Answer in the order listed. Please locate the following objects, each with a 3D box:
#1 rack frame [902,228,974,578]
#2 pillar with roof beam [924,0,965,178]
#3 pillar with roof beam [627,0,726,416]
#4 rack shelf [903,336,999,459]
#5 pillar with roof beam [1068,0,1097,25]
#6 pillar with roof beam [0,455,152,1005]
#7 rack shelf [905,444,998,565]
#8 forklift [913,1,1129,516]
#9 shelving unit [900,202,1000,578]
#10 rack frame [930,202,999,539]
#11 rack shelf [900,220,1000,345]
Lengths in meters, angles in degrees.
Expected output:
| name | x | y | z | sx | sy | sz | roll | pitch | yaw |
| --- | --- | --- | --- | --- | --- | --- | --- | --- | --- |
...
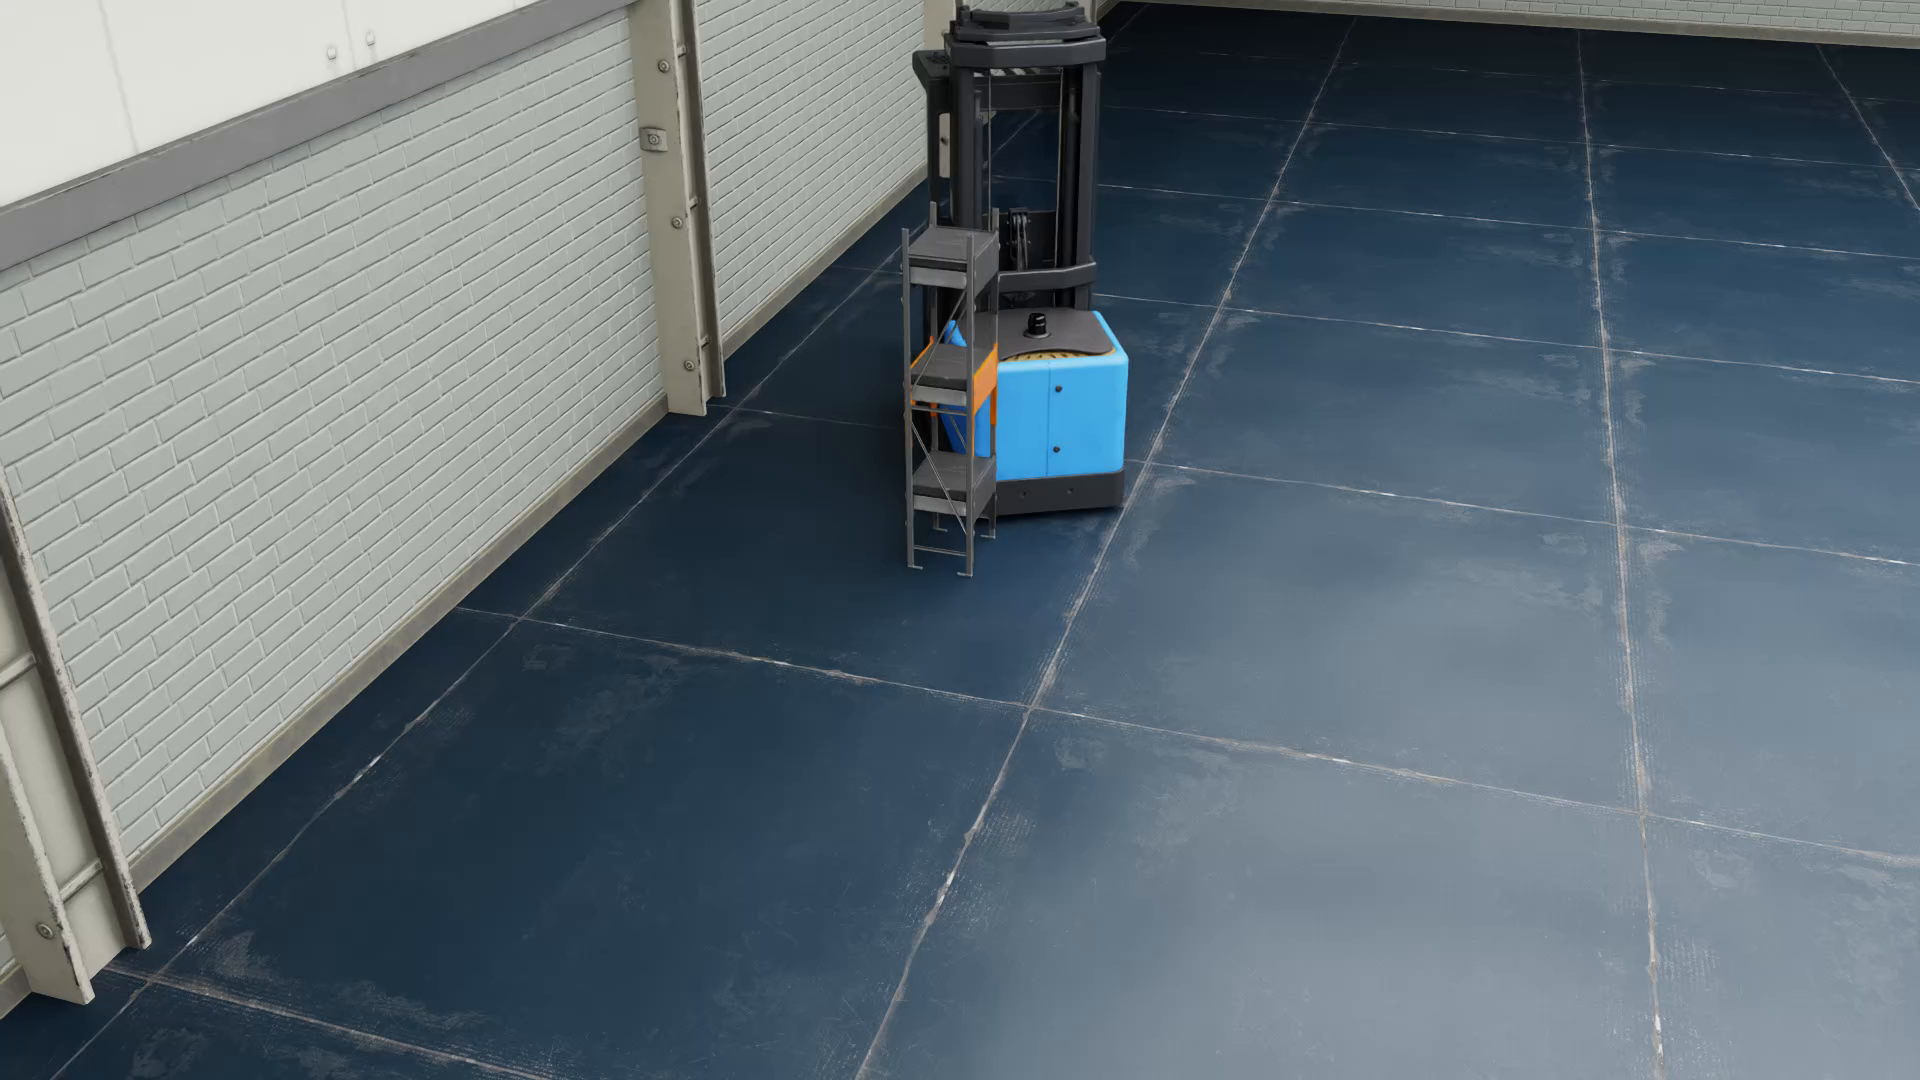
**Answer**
| name | x | y | z | sx | sy | sz | roll | pitch | yaw |
| --- | --- | --- | --- | --- | --- | --- | --- | --- | --- |
| rack frame | -0.120 | -0.727 | 9.397 | 0.400 | 2.100 | 0.015 | 8 | 30 | 15 |
| pillar with roof beam | 3.963 | -7.101 | 13.758 | 9.100 | 9.000 | 0.400 | 8 | 30 | 15 |
| pillar with roof beam | 2.201 | -4.313 | 8.746 | 9.100 | 9.000 | 0.400 | 8 | 30 | 15 |
| rack shelf | -0.049 | -0.829 | 9.608 | 0.431 | 0.518 | 0.480 | 8 | 30 | 15 |
| pillar with roof beam | 5.724 | -9.889 | 18.770 | 9.100 | 9.000 | 0.400 | 8 | 30 | 15 |
| pillar with roof beam | 0.440 | -1.524 | 3.733 | 9.100 | 9.000 | 0.400 | 8 | 30 | 15 |
| rack shelf | -0.049 | -0.217 | 9.948 | 0.431 | 0.518 | 0.480 | 8 | 30 | 15 |
| forklift | 0.295 | -2.121 | 11.047 | 1.130 | 2.935 | 3.031 | -5 | 29 | -8 |
| shelving unit | -0.049 | -0.841 | 9.601 | 0.431 | 2.100 | 0.503 | 8 | 30 | 15 |
| rack frame | 0.023 | -0.954 | 9.805 | 0.400 | 2.100 | 0.015 | 8 | 30 | 15 |
| rack shelf | -0.049 | -1.440 | 9.268 | 0.431 | 0.518 | 0.480 | 8 | 30 | 15 |
